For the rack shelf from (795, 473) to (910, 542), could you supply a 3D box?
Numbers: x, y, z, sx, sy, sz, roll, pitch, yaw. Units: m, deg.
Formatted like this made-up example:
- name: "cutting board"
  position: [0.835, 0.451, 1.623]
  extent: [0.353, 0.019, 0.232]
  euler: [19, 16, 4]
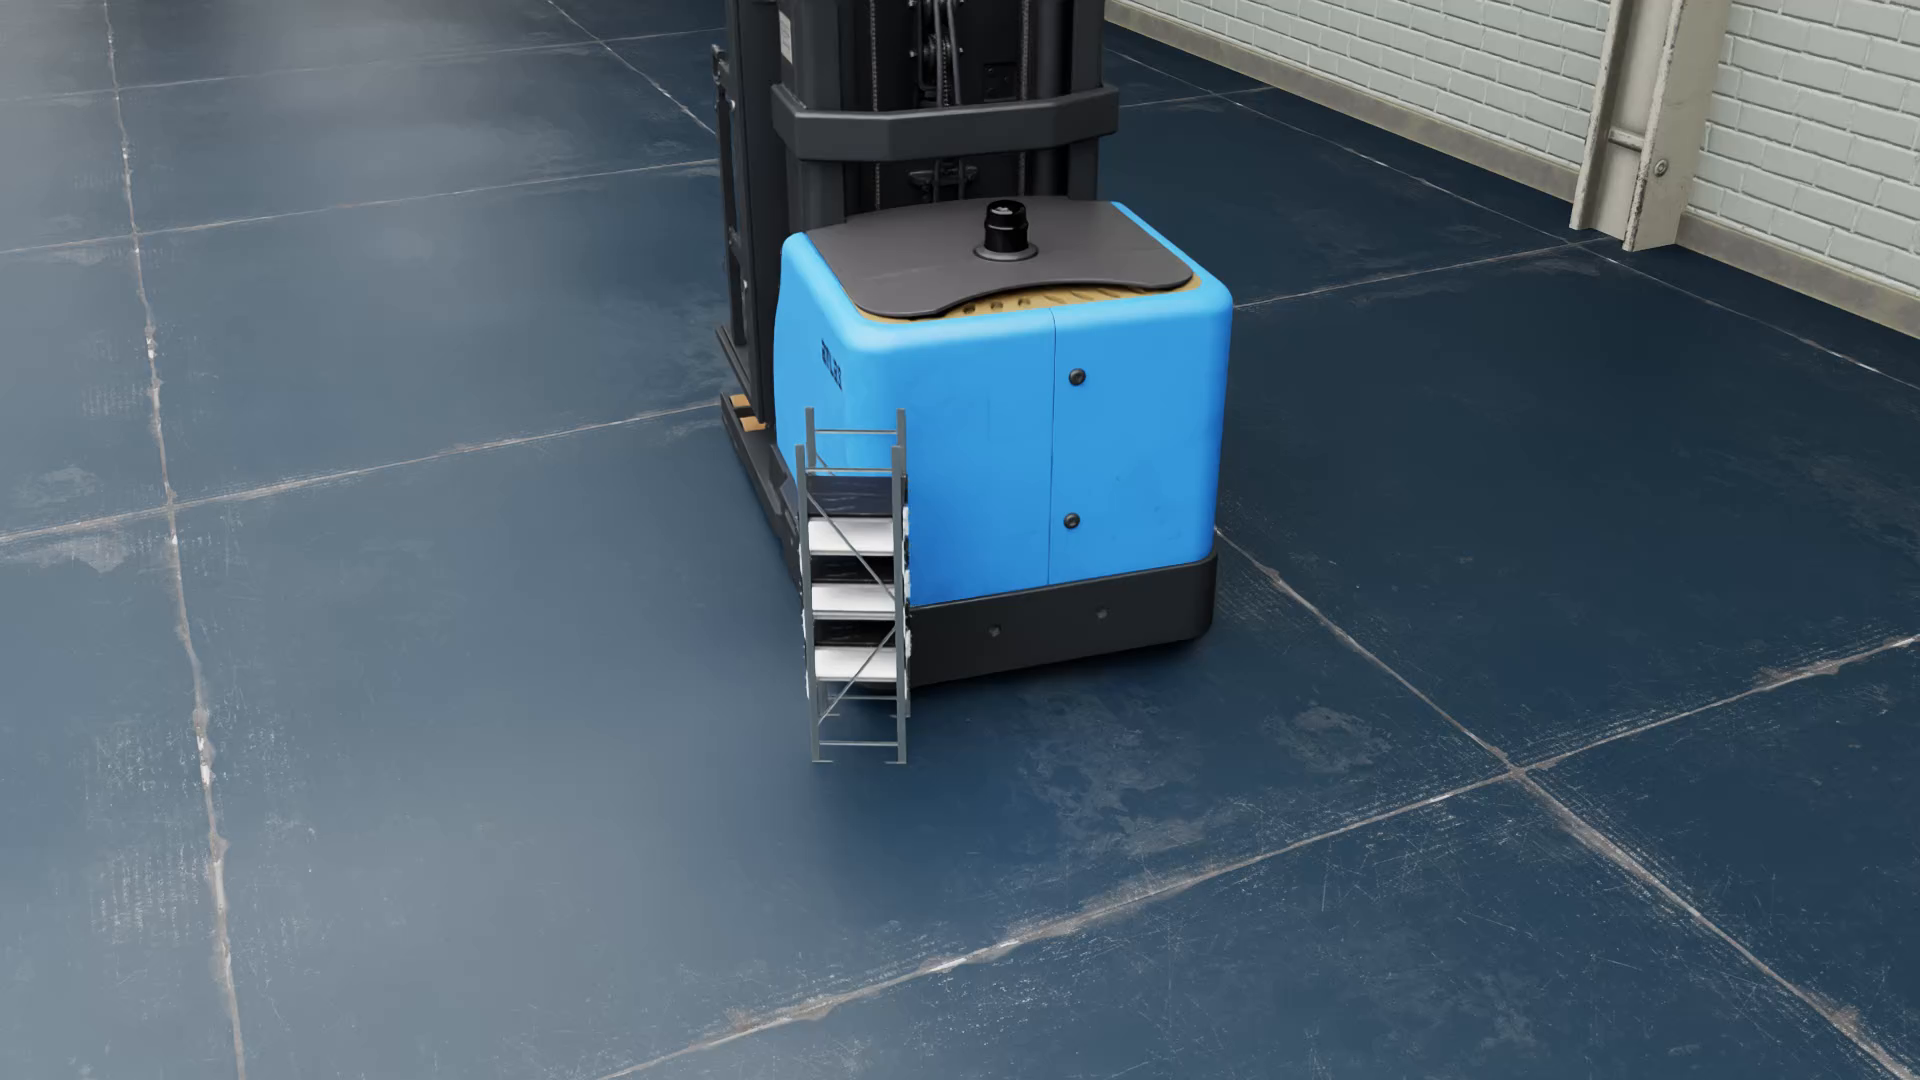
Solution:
- name: "rack shelf"
  position: [-0.253, -0.080, 3.988]
  extent: [0.258, 0.077, 0.200]
  euler: [1, 29, 2]

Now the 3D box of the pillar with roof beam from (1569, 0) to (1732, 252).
- name: "pillar with roof beam"
  position: [-0.772, -4.457, 3.998]
  extent: [9.100, 9.000, 0.400]
  euler: [-13, 32, -22]

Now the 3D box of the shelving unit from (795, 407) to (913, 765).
- name: "shelving unit"
  position: [-0.253, 0.127, 4.104]
  extent: [0.258, 0.900, 0.210]
  euler: [1, 29, 2]

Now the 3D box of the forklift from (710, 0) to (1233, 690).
- name: "forklift"
  position: [-0.210, -1.588, 5.085]
  extent: [1.130, 2.935, 3.031]
  euler: [-9, 30, -15]

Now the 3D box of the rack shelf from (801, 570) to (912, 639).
- name: "rack shelf"
  position: [-0.253, 0.156, 4.120]
  extent: [0.258, 0.077, 0.200]
  euler: [1, 29, 2]

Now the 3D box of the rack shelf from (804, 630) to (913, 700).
- name: "rack shelf"
  position: [-0.253, 0.313, 4.208]
  extent: [0.258, 0.077, 0.200]
  euler: [1, 29, 2]

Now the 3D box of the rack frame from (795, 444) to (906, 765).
- name: "rack frame"
  position: [-0.257, 0.177, 4.015]
  extent: [0.240, 0.900, 0.006]
  euler: [1, 29, 2]

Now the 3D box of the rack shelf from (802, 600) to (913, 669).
- name: "rack shelf"
  position: [-0.253, 0.234, 4.164]
  extent: [0.258, 0.077, 0.200]
  euler: [1, 29, 2]

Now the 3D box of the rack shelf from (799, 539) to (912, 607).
- name: "rack shelf"
  position: [-0.253, 0.077, 4.076]
  extent: [0.258, 0.077, 0.200]
  euler: [1, 29, 2]

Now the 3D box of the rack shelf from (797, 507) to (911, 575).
- name: "rack shelf"
  position: [-0.253, -0.001, 4.032]
  extent: [0.258, 0.077, 0.200]
  euler: [1, 29, 2]

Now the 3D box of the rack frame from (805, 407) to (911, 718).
- name: "rack frame"
  position: [-0.250, 0.077, 4.192]
  extent: [0.240, 0.900, 0.006]
  euler: [1, 29, 2]
